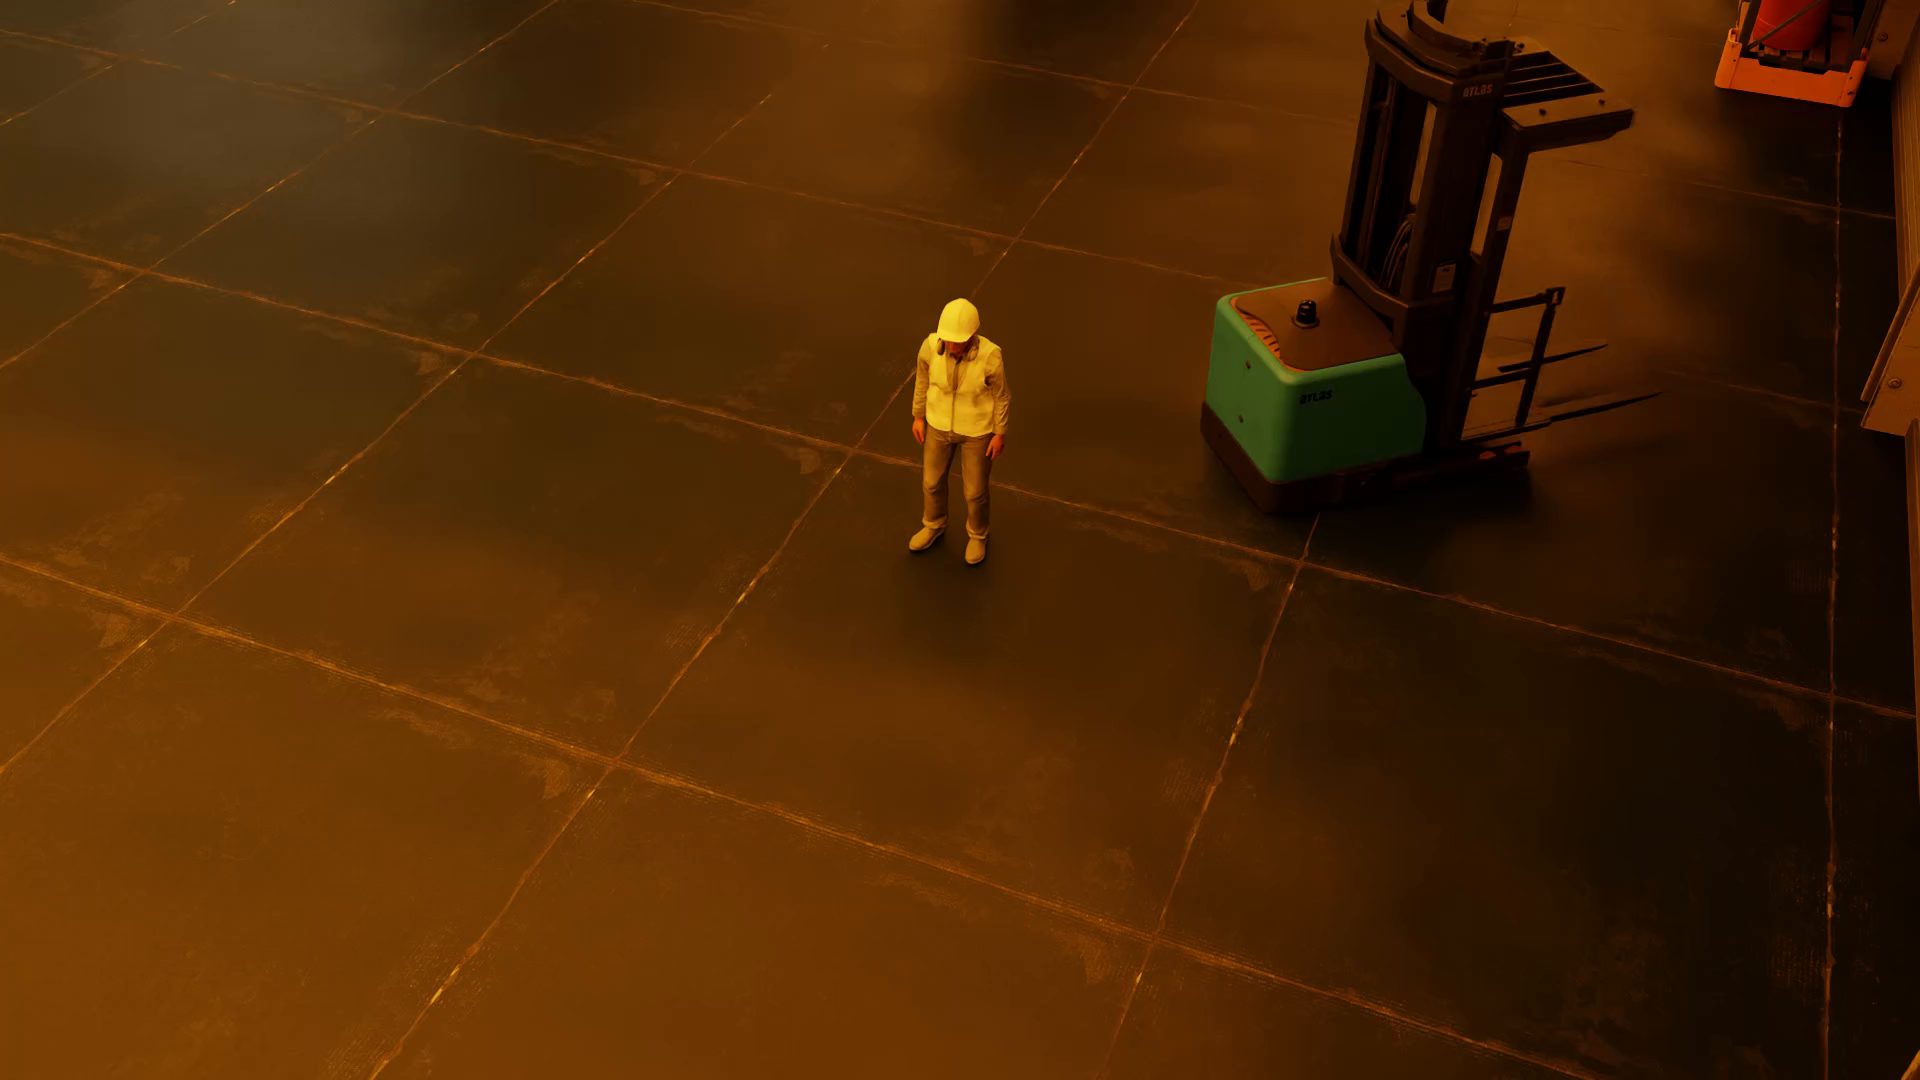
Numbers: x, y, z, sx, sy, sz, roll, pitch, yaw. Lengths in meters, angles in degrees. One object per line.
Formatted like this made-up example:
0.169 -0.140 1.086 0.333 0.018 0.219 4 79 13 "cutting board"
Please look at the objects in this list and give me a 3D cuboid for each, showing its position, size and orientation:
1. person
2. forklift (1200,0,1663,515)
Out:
0.000 -0.662 9.702 0.580 1.770 0.463 13 42 15 "person"
3.170 -1.843 10.208 3.031 2.935 1.130 -12 41 -14 "forklift"
